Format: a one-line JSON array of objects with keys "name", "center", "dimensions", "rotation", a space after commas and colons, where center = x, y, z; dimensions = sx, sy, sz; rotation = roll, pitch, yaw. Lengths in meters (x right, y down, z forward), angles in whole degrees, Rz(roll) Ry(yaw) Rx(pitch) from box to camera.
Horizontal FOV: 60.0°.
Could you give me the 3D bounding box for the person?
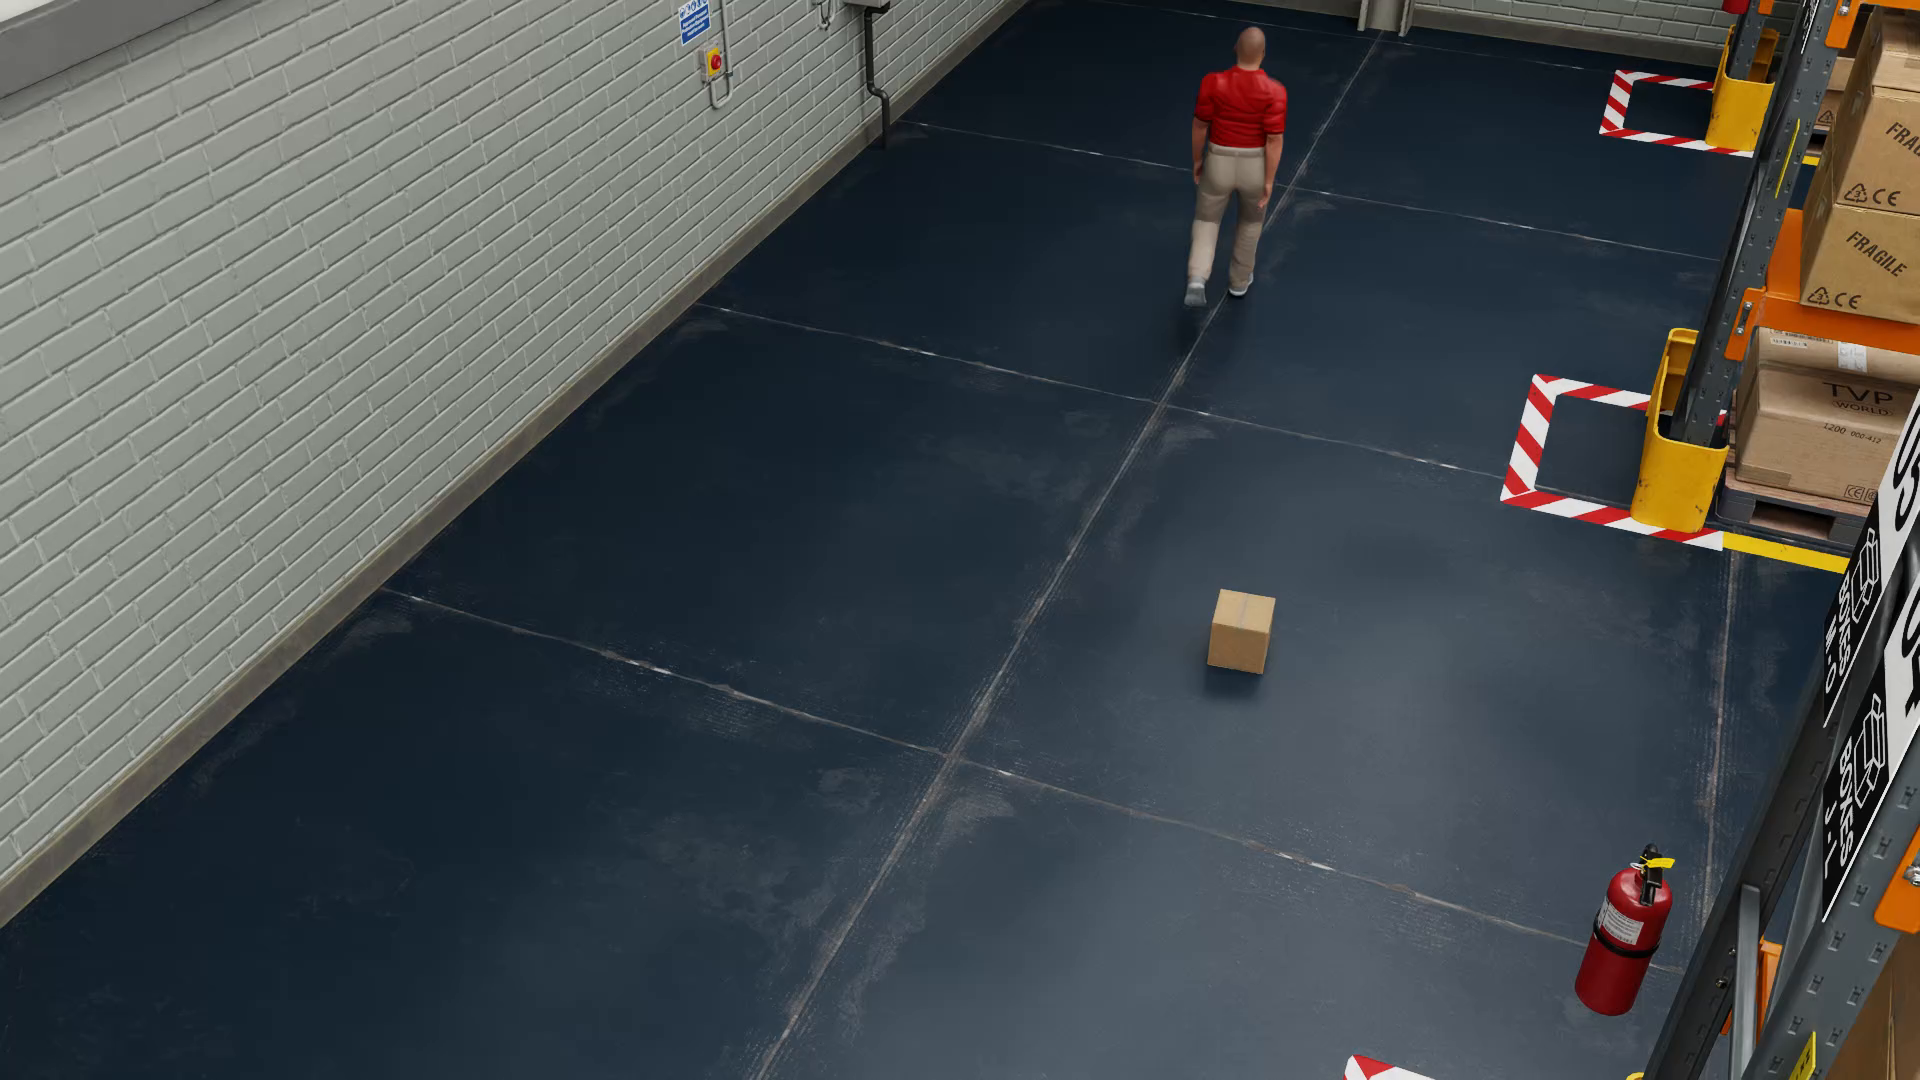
[{"name": "person", "center": [1.585, -2.136, 9.625], "dimensions": [0.533, 1.698, 0.800], "rotation": [10, 38, 13]}]
